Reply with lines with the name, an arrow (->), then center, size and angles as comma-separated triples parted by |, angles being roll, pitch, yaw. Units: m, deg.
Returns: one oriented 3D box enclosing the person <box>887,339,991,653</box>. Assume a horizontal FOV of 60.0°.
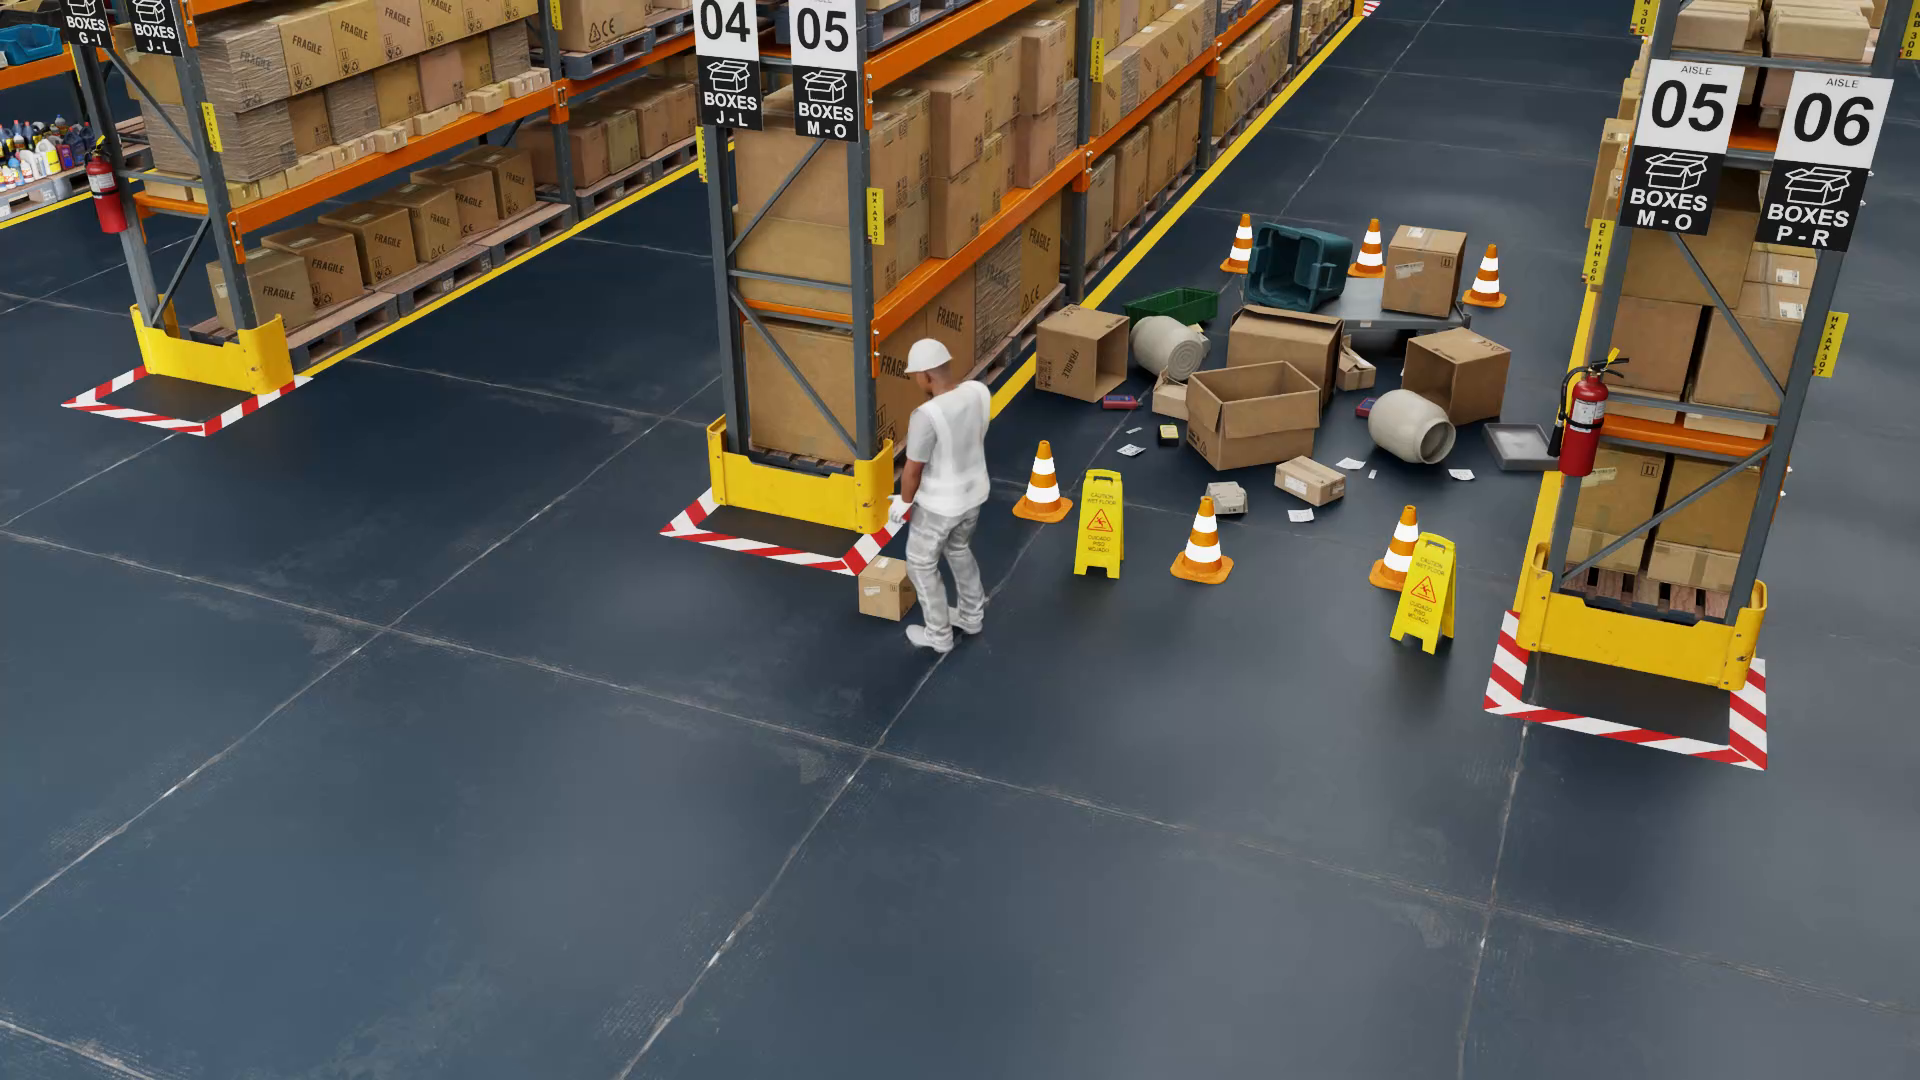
person -> -0.099, -0.231, 8.829 | 0.427, 1.748, 0.566 | 24, 37, 35
